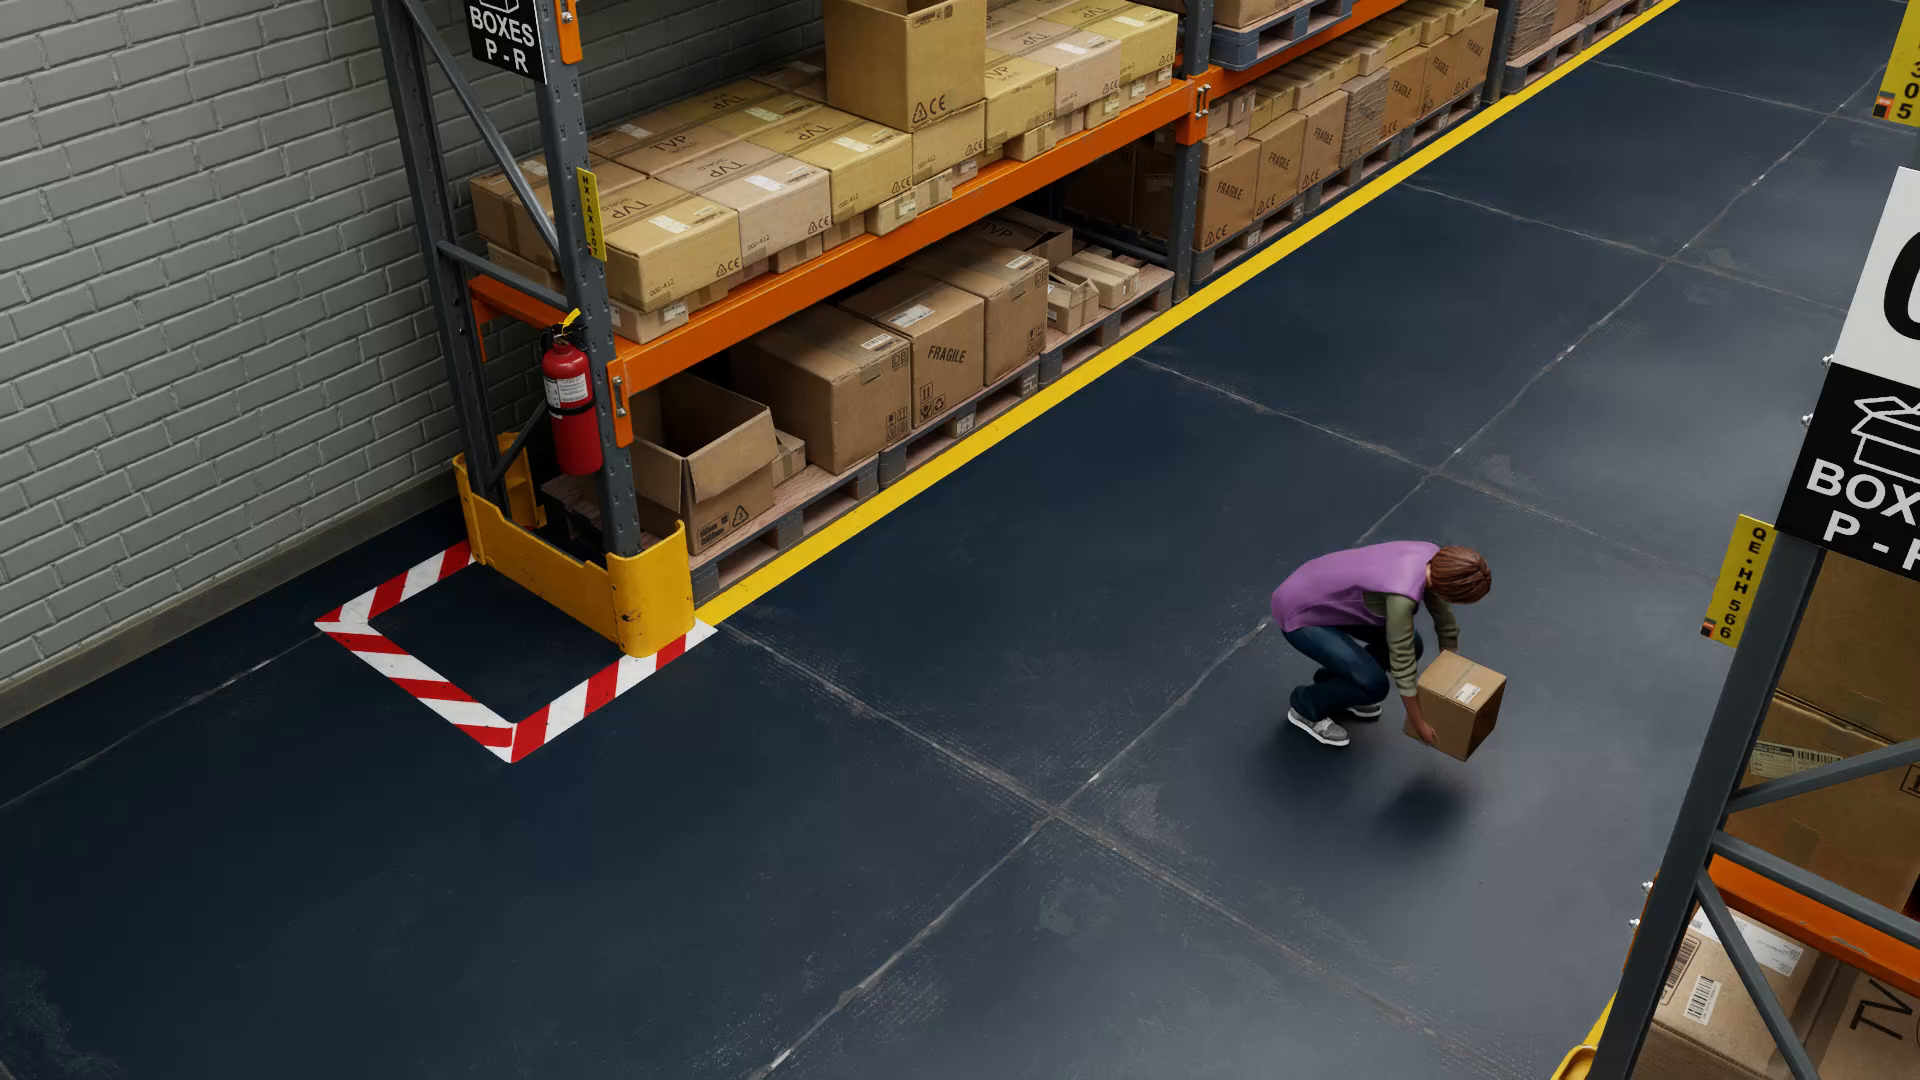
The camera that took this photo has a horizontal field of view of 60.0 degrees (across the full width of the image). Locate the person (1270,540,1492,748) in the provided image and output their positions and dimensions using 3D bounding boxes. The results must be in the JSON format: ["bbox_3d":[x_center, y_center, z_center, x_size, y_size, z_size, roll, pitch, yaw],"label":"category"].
[{"bbox_3d":[1.554,0.342,6.240,0.789,0.945,0.448,26,43,31],"label":"person"}]
